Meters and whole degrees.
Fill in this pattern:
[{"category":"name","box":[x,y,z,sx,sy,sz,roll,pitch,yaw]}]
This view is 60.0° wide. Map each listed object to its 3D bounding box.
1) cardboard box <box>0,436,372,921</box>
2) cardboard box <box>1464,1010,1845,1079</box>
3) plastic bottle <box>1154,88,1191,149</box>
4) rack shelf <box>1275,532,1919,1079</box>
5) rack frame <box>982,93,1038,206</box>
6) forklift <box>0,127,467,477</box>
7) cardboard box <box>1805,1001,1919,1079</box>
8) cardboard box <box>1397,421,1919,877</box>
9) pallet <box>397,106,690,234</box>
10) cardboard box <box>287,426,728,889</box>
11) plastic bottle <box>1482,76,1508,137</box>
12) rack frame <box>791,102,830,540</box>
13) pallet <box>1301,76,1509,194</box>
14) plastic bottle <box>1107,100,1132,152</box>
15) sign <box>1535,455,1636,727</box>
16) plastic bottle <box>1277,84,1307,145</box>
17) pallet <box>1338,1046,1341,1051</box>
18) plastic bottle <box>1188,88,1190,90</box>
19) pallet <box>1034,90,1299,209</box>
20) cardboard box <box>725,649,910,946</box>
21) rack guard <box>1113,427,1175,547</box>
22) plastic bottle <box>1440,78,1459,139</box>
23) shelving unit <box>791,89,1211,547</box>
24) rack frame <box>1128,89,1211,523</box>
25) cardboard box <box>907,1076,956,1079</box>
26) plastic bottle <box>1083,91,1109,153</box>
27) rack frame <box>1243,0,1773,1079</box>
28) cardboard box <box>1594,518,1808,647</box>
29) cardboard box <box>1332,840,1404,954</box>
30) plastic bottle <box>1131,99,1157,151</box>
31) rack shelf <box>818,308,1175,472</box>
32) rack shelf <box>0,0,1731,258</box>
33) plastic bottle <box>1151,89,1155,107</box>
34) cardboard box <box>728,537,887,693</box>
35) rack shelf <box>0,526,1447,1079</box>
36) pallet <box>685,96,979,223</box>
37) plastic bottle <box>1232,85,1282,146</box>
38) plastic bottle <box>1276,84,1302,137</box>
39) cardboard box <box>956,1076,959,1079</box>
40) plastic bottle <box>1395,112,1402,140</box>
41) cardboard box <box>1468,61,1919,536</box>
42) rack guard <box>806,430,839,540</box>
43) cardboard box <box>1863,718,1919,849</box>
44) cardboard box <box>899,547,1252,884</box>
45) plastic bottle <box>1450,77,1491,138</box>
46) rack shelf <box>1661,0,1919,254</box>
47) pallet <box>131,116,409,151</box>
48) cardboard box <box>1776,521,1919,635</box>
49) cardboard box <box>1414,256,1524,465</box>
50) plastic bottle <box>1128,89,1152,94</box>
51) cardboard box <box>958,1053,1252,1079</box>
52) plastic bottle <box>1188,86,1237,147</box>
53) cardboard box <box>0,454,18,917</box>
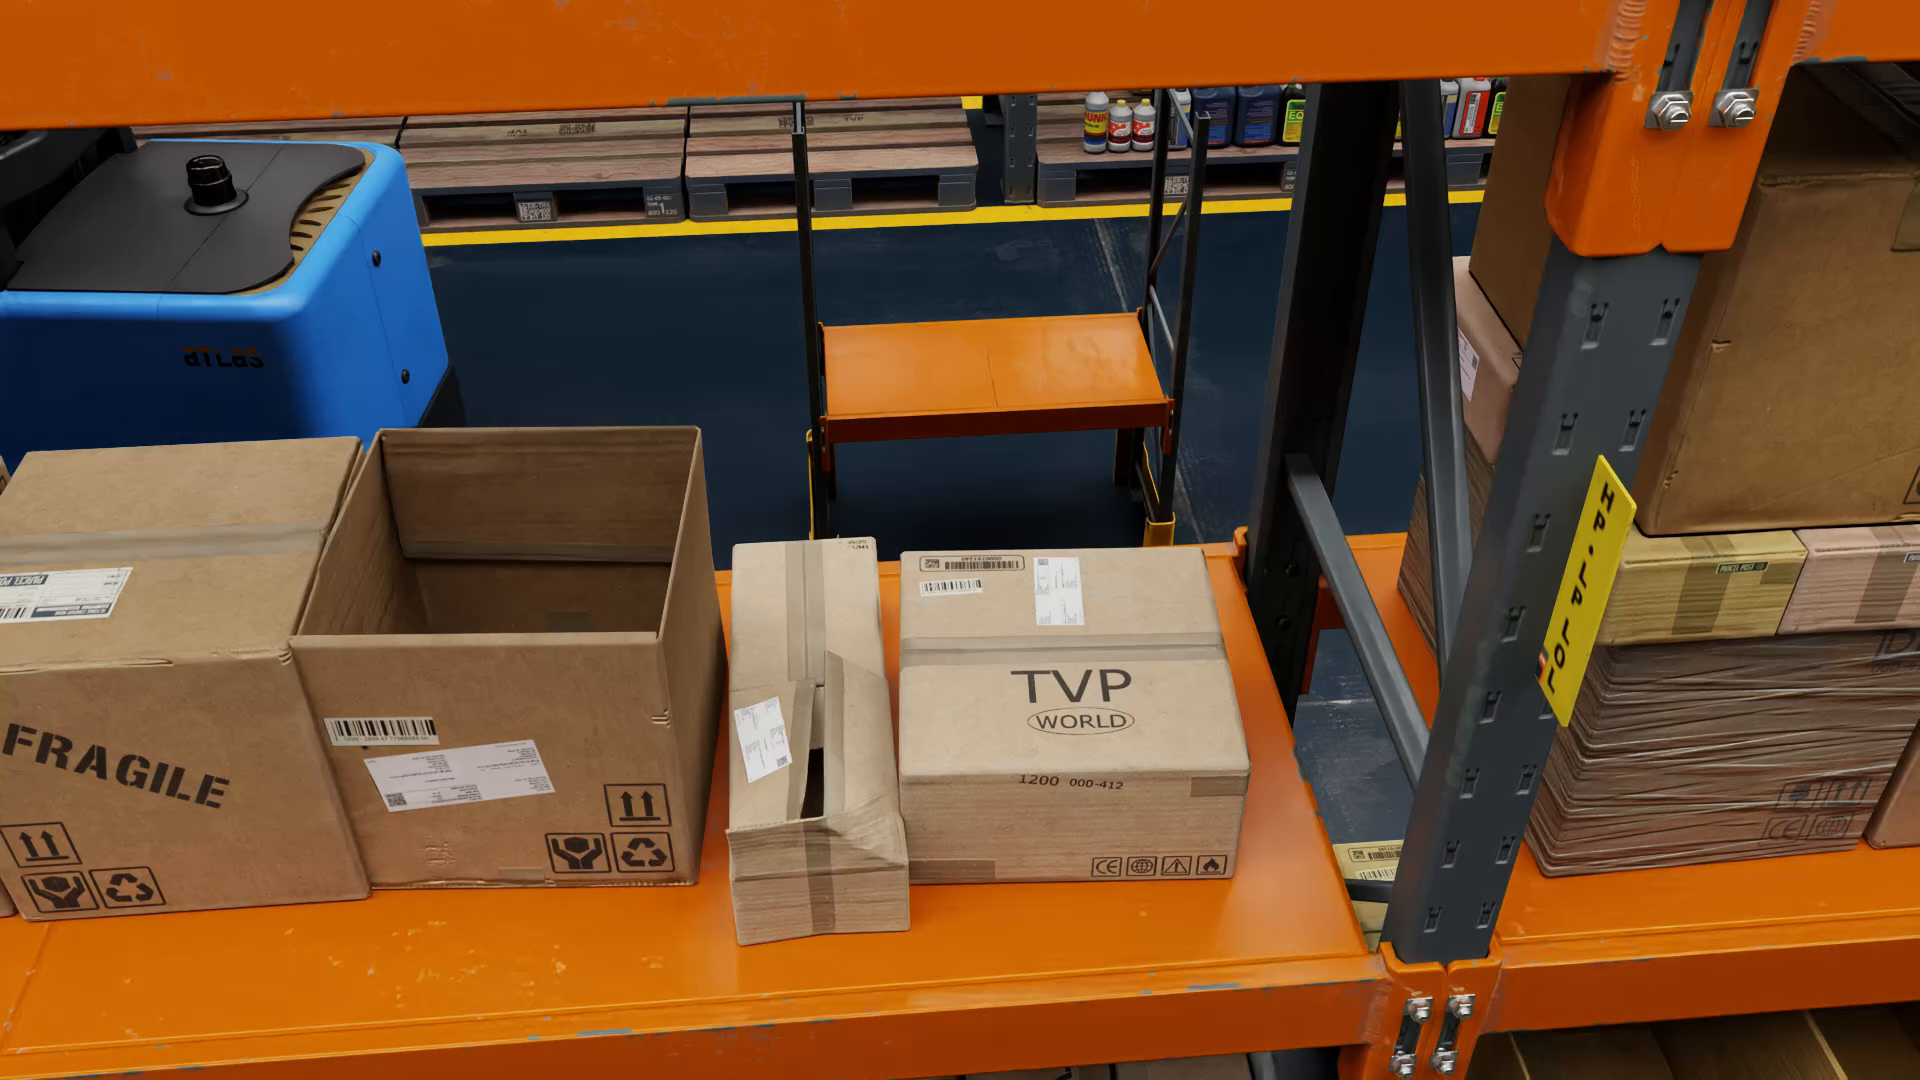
[{"category":"cardboard box","box":[-1.146,0.200,2.494,0.500,0.500,0.500,-3,38,-4]},{"category":"cardboard box","box":[1.134,0.939,2.914,0.500,0.500,0.500,-3,38,-4]},{"category":"plastic bottle","box":[0.885,-1.791,6.942,0.135,0.276,0.152,-2,38,-2]},{"category":"rack shelf","box":[2.636,0.324,2.999,4.000,0.370,1.077,-3,38,-4]},{"category":"rack frame","box":[0.209,-2.906,6.511,0.127,3.000,1.000,-3,38,-4]},{"category":"forklift","box":[-3.201,-1.258,4.478,3.031,2.935,1.130,1,38,2]},{"category":"cardboard box","box":[1.631,0.906,2.955,0.500,0.500,0.500,-3,38,-4]},{"category":"cardboard box","box":[1.086,0.083,2.642,0.500,0.500,0.700,-4,38,-5]},{"category":"pallet","box":[-1.788,-1.675,7.202,1.213,0.211,1.003,-3,38,-4]},{"category":"cardboard box","box":[-0.647,0.173,2.529,0.500,0.500,0.500,-1,38,-1]},{"category":"plastic bottle","box":[2.288,-1.842,7.001,0.133,0.283,0.061,-2,38,-3]},{"category":"rack frame","box":[-0.421,-0.566,4.756,0.032,1.500,0.500,-3,38,-4]},{"category":"pallet","box":[2.100,-1.891,7.476,1.213,0.211,1.003,-3,38,-4]},{"category":"plastic bottle","box":[0.667,-1.732,6.928,0.097,0.201,0.097,0,38,0]},{"category":"sign","box":[0.702,0.062,1.879,0.005,0.325,0.100,-3,38,-4]},{"category":"plastic bottle","box":[1.406,-1.794,6.940,0.133,0.283,0.061,-2,38,-2]},{"category":"pallet","box":[1.440,1.228,3.523,1.213,0.211,1.003,-3,38,-4]},{"category":"plastic bottle","box":[1.037,-1.916,7.039,0.185,0.351,0.144,-3,38,-4]},{"category":"pallet","box":[0.882,-1.822,7.389,1.213,0.211,1.003,-3,38,-4]},{"category":"cardboard box","box":[-0.215,0.365,2.474,0.258,0.266,0.396,-4,38,-5]},{"category":"rack guard","box":[0.572,-0.130,5.212,0.087,0.250,0.587,-3,38,-4]},{"category":"plastic bottle","box":[2.011,-1.853,7.020,0.135,0.276,0.152,-4,38,-5]},{"category":"shelving unit","box":[0.076,-0.593,4.791,1.083,1.500,0.587,-3,38,-4]},{"category":"rack frame","box":[0.591,-0.621,4.827,0.032,1.500,0.500,-3,38,-4]},{"category":"cardboard box","box":[-0.252,1.077,2.892,0.500,0.311,0.500,-2,38,-3]},{"category":"plastic bottle","box":[0.565,-1.754,6.899,0.097,0.271,0.097,0,38,0]},{"category":"rack frame","box":[0.644,0.151,2.637,0.127,3.000,1.000,-3,38,-4]},{"category":"cardboard box","box":[0.929,-0.038,2.273,0.250,0.149,0.380,-3,38,-4]},{"category":"cardboard box","box":[1.087,0.905,3.562,0.500,0.250,0.500,-3,38,-4]},{"category":"plastic bottle","box":[0.768,-1.738,6.935,0.097,0.201,0.097,0,38,0]},{"category":"rack shelf","box":[0.085,-0.452,4.903,1.000,0.185,0.538,-3,38,-4]},{"category":"rack shelf","box":[-1.348,-0.635,1.792,4.000,0.370,1.077,-3,38,-4]},{"category":"plastic bottle","box":[0.875,-1.859,7.022,0.133,0.283,0.061,-3,38,-4]},{"category":"cardboard box","box":[-0.257,0.172,2.813,0.250,0.149,0.380,-3,38,-4]},{"category":"rack shelf","box":[-1.348,0.543,2.721,4.000,0.370,1.077,-3,38,-4]},{"category":"pallet","box":[-0.570,-1.744,7.290,1.213,0.211,1.003,-3,38,-4]},{"category":"plastic bottle","box":[1.238,-1.837,6.940,0.185,0.351,0.144,-5,39,-6]},{"category":"plastic bottle","box":[1.381,-1.837,7.004,0.097,0.271,0.097,0,38,0]},{"category":"cardboard box","box":[0.257,1.267,3.103,0.500,0.250,0.500,-3,38,-4]},{"category":"plastic bottle","box":[1.847,-1.870,6.982,0.185,0.351,0.144,-2,38,-2]},{"category":"cardboard box","box":[1.086,-0.426,2.240,0.500,0.500,0.700,-3,38,-4]},{"category":"rack guard","box":[-0.420,-0.075,5.143,0.087,0.250,0.587,-3,38,-4]},{"category":"cardboard box","box":[1.610,0.050,2.684,0.500,0.500,0.700,-4,38,-4]},{"category":"cardboard box","box":[0.158,0.264,2.615,0.500,0.250,0.500,-1,38,-1]},{"category":"plastic bottle","box":[2.149,-1.860,7.030,0.135,0.276,0.152,-3,38,-4]},{"category":"rack shelf","box":[2.636,-0.854,2.070,4.000,0.370,1.077,-3,38,-4]},{"category":"pallet","box":[-3.000,-1.610,7.120,1.213,0.211,1.003,-3,38,-4]},{"category":"cardboard box","box":[1.179,-0.052,2.290,0.250,0.149,0.380,-3,38,-3]},{"category":"cardboard box","box":[0.896,-0.290,2.592,0.250,0.149,0.380,-3,38,-4]},{"category":"plastic bottle","box":[0.838,-2.163,7.353,0.185,0.351,0.144,-3,38,-4]},{"category":"cardboard box","box":[0.266,1.044,2.933,0.500,0.311,0.500,-3,38,-4]},{"category":"plastic bottle","box":[1.050,-1.827,6.927,0.185,0.351,0.144,-2,38,-3]},{"category":"cardboard box","box":[-1.670,0.229,2.458,0.500,0.500,0.500,-5,39,-6]}]
